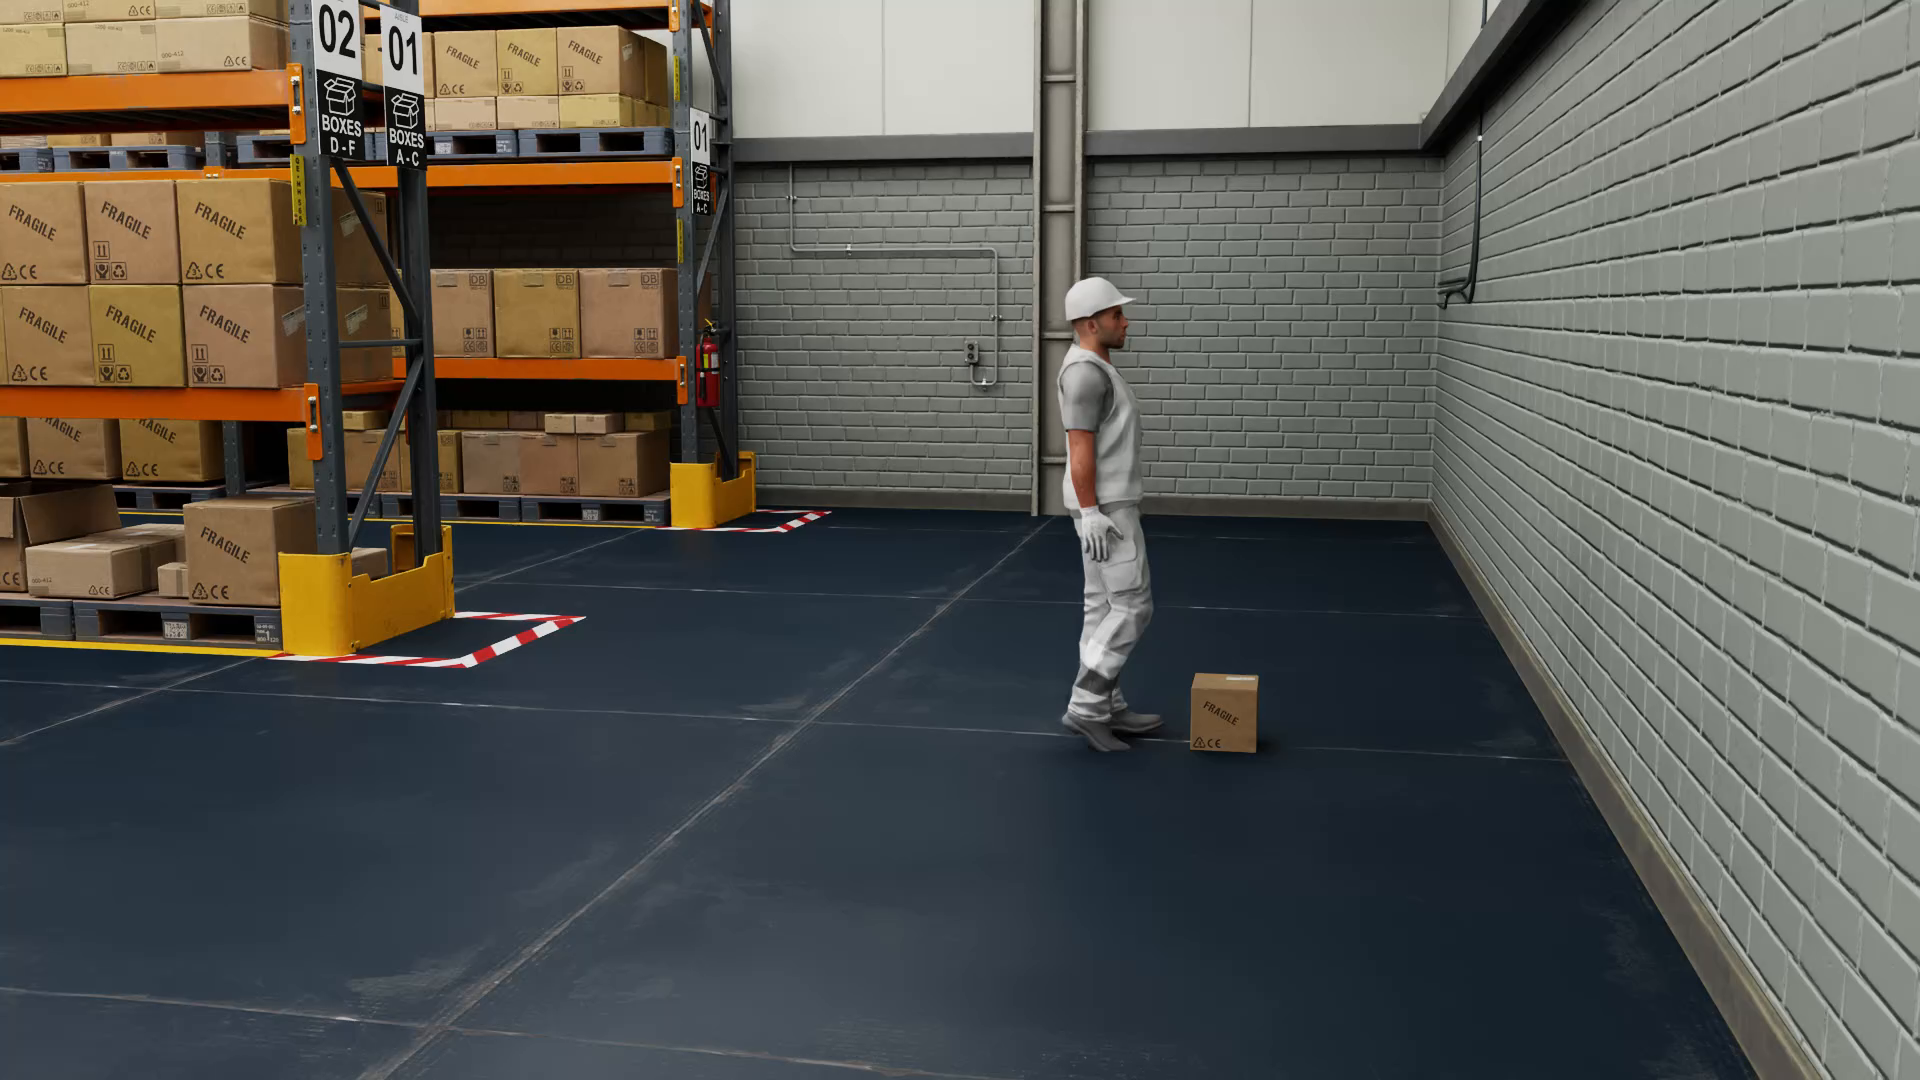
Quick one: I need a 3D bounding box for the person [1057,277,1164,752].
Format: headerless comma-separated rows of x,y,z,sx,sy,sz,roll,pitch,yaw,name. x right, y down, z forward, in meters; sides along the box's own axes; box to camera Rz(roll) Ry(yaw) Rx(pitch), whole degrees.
0.593,-0.091,6.466,0.426,1.839,0.564,1,8,6,person
